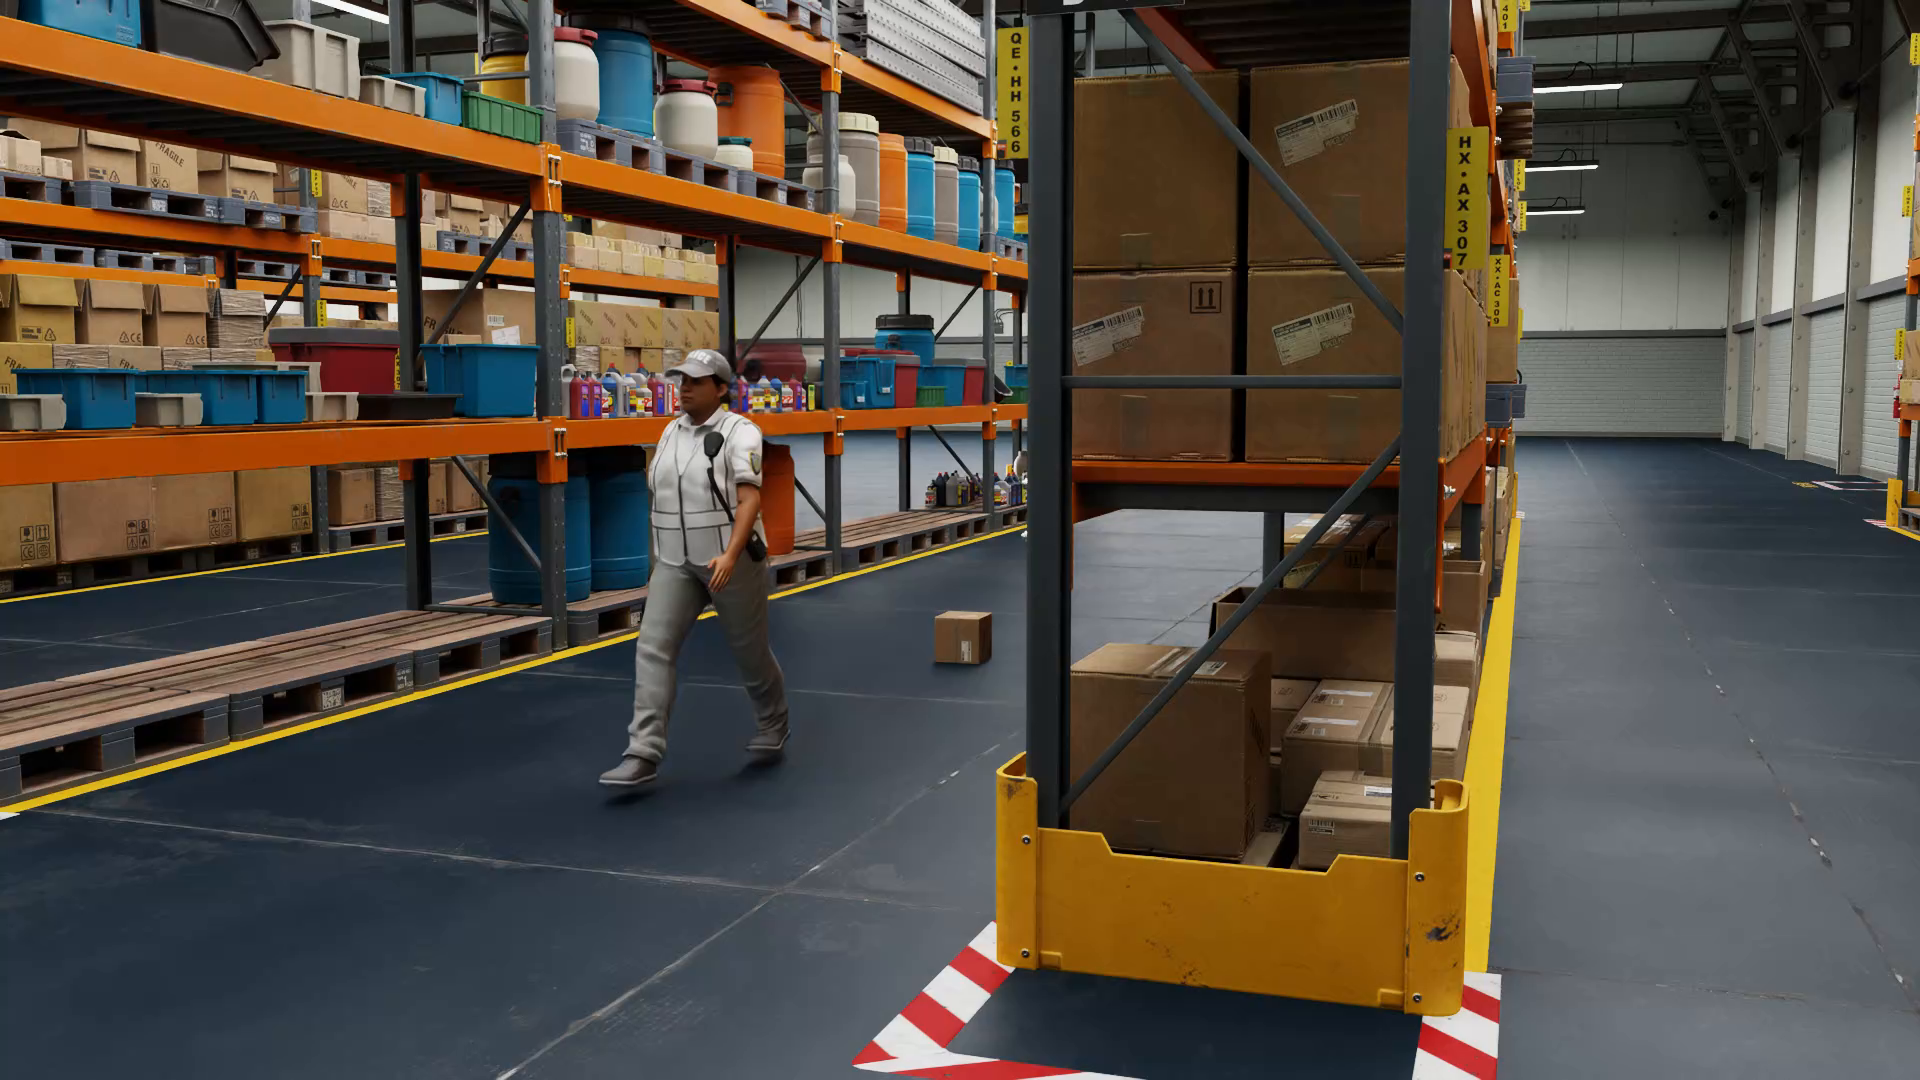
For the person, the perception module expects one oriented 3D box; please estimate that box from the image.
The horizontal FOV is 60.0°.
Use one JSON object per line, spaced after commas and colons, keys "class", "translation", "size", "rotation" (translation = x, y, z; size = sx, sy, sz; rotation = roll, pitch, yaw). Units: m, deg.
{"class": "person", "translation": [-0.970, 0.079, 6.280], "size": [0.486, 1.599, 1.007], "rotation": [2, 6, 20]}
